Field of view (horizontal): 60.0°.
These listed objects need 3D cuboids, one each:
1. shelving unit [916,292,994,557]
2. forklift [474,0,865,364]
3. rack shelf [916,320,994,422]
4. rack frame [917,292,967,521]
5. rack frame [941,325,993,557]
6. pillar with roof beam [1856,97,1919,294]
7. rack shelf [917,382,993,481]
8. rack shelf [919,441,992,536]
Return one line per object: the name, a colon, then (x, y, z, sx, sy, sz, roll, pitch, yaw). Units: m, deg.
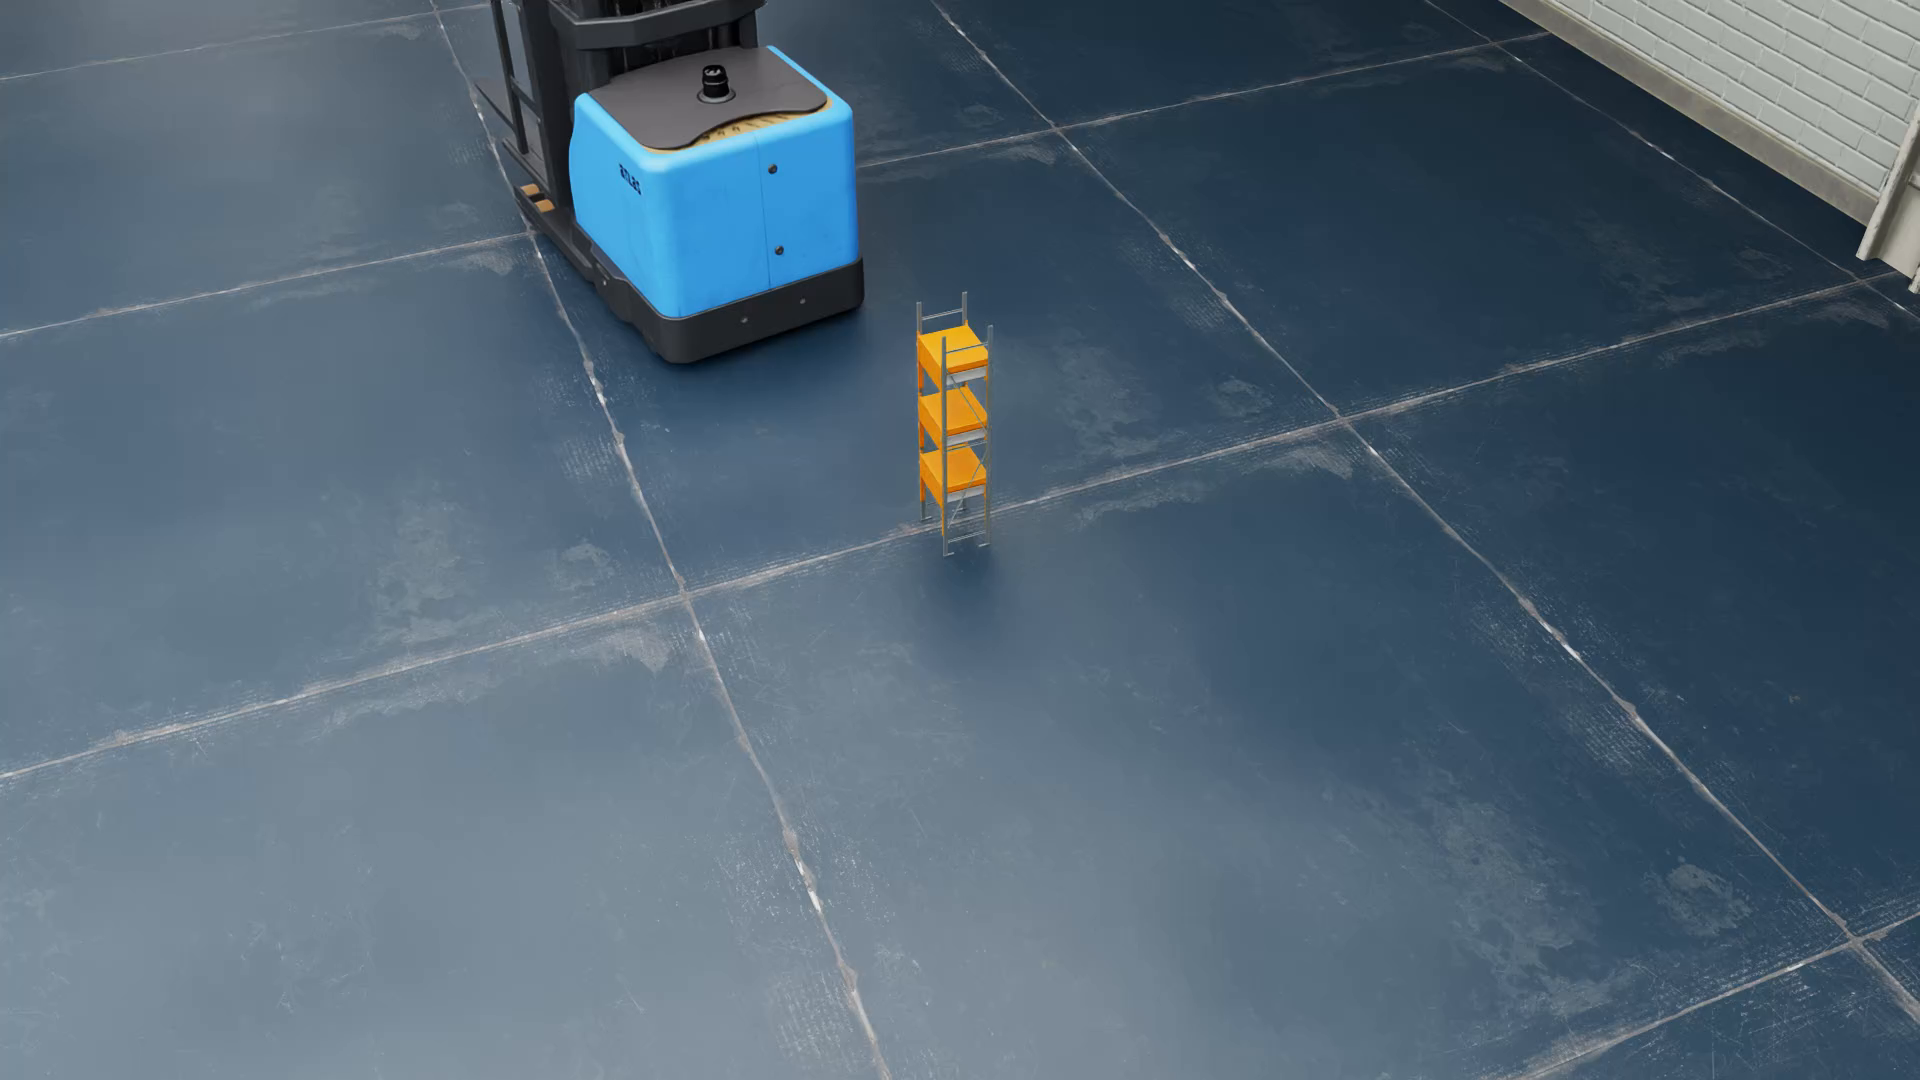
shelving unit: (-0.020, -0.430, 6.445, 0.215, 1.050, 0.252, -15, 43, -17)
forklift: (-1.672, -2.850, 7.816, 1.130, 2.935, 3.031, -22, 46, -24)
rack shelf: (-0.020, -0.637, 6.267, 0.215, 0.259, 0.240, -15, 43, -17)
rack frame: (-0.067, -0.504, 6.531, 0.200, 1.050, 0.008, -15, 43, -17)
rack frame: (0.026, -0.357, 6.360, 0.200, 1.050, 0.008, -15, 43, -17)
pillar with roof beam: (0.777, -3.701, 4.152, 9.100, 9.000, 0.400, -15, 43, -17)
rack shelf: (-0.020, -0.422, 6.452, 0.215, 0.259, 0.240, -15, 43, -17)
rack shelf: (-0.020, -0.212, 6.633, 0.215, 0.259, 0.240, -15, 43, -17)
